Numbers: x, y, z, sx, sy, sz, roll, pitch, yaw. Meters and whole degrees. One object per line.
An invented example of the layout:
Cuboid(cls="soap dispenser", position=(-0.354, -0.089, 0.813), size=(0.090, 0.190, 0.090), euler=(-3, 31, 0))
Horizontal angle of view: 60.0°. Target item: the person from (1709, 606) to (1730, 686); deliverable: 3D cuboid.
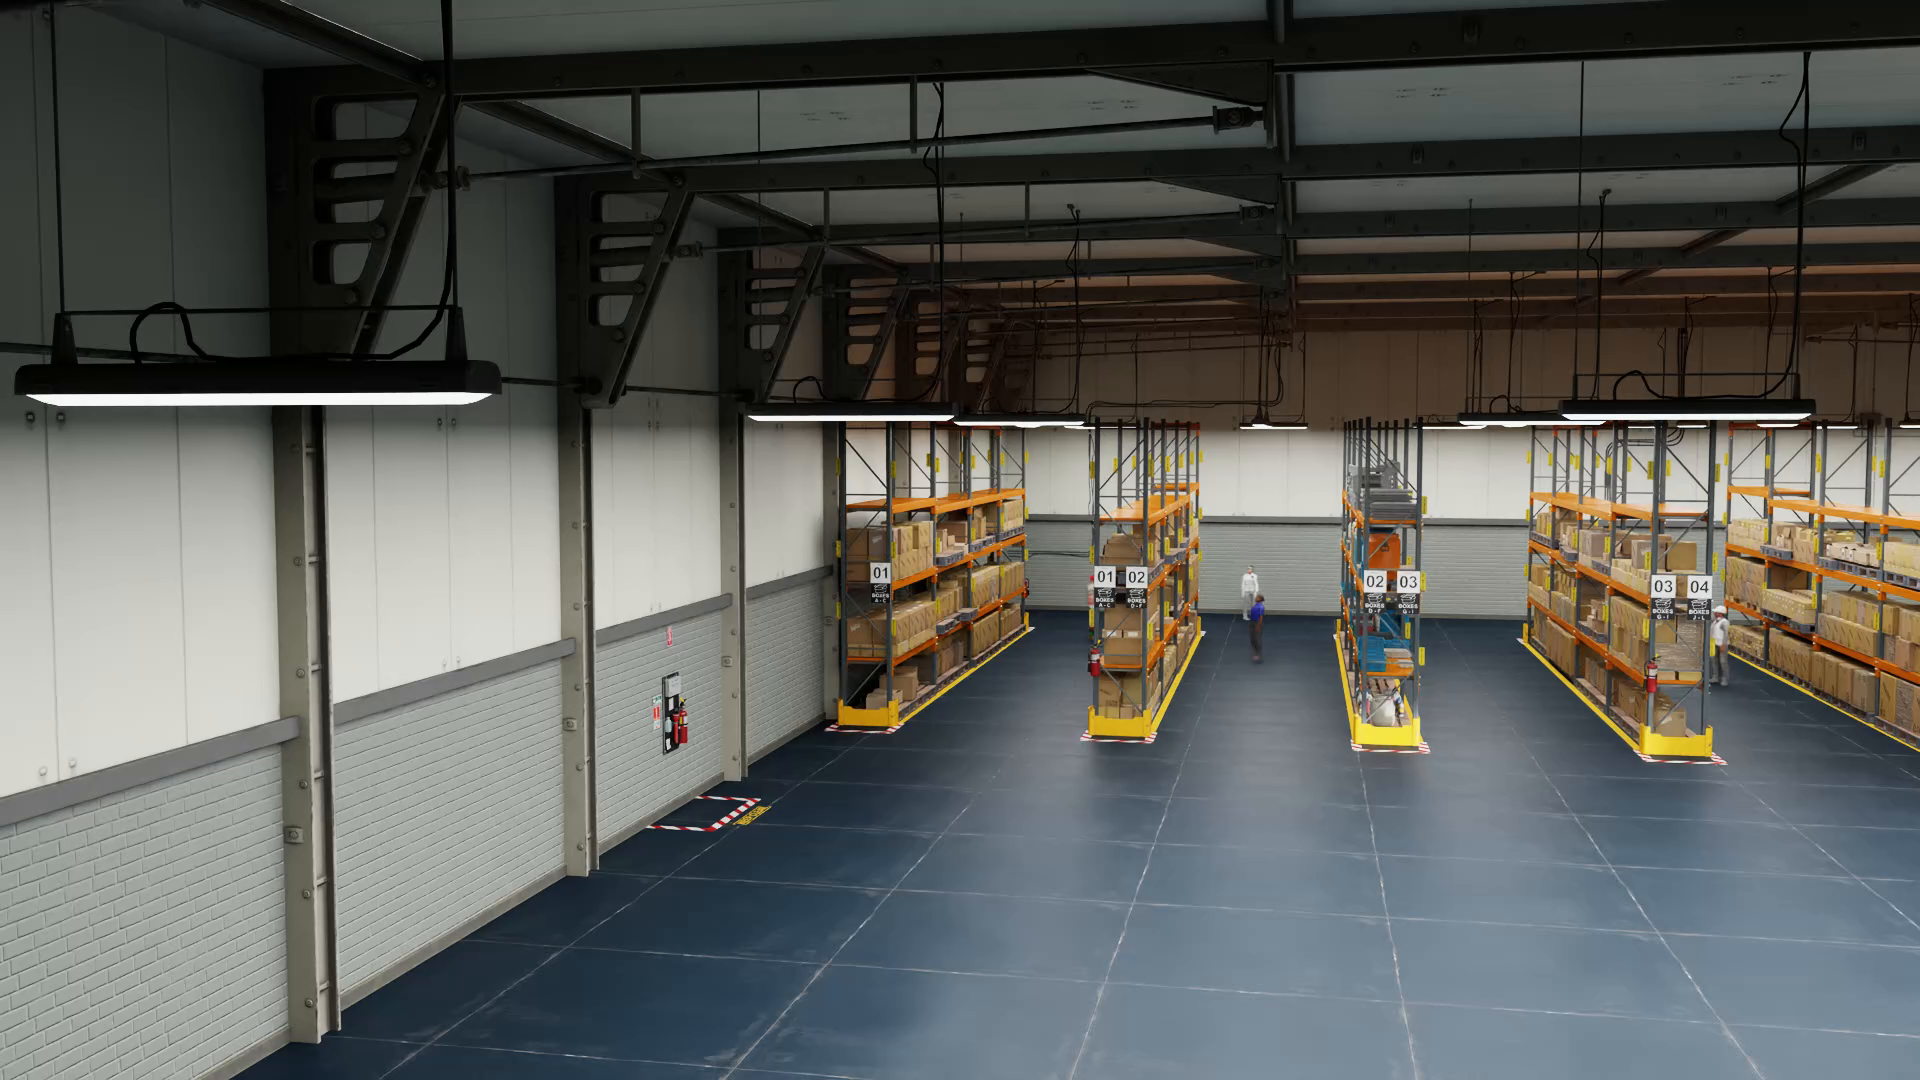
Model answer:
Cuboid(cls="person", position=(17.286, 2.395, 37.832), size=(0.385, 1.808, 0.552), euler=(-2, 4, -23))

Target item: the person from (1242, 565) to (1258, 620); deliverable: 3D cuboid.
Cuboid(cls="person", position=(8.837, 1.594, 50.655), size=(0.478, 1.699, 0.382), euler=(0, 4, 4))

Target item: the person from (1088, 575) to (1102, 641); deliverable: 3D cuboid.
Cuboid(cls="person", position=(3.734, 1.868, 45.840), size=(0.377, 1.846, 0.579), euler=(2, 4, 31))

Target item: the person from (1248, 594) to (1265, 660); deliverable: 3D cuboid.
Cuboid(cls="person", position=(7.490, 2.274, 42.008), size=(0.460, 1.479, 0.472), euler=(-3, 5, -35))
